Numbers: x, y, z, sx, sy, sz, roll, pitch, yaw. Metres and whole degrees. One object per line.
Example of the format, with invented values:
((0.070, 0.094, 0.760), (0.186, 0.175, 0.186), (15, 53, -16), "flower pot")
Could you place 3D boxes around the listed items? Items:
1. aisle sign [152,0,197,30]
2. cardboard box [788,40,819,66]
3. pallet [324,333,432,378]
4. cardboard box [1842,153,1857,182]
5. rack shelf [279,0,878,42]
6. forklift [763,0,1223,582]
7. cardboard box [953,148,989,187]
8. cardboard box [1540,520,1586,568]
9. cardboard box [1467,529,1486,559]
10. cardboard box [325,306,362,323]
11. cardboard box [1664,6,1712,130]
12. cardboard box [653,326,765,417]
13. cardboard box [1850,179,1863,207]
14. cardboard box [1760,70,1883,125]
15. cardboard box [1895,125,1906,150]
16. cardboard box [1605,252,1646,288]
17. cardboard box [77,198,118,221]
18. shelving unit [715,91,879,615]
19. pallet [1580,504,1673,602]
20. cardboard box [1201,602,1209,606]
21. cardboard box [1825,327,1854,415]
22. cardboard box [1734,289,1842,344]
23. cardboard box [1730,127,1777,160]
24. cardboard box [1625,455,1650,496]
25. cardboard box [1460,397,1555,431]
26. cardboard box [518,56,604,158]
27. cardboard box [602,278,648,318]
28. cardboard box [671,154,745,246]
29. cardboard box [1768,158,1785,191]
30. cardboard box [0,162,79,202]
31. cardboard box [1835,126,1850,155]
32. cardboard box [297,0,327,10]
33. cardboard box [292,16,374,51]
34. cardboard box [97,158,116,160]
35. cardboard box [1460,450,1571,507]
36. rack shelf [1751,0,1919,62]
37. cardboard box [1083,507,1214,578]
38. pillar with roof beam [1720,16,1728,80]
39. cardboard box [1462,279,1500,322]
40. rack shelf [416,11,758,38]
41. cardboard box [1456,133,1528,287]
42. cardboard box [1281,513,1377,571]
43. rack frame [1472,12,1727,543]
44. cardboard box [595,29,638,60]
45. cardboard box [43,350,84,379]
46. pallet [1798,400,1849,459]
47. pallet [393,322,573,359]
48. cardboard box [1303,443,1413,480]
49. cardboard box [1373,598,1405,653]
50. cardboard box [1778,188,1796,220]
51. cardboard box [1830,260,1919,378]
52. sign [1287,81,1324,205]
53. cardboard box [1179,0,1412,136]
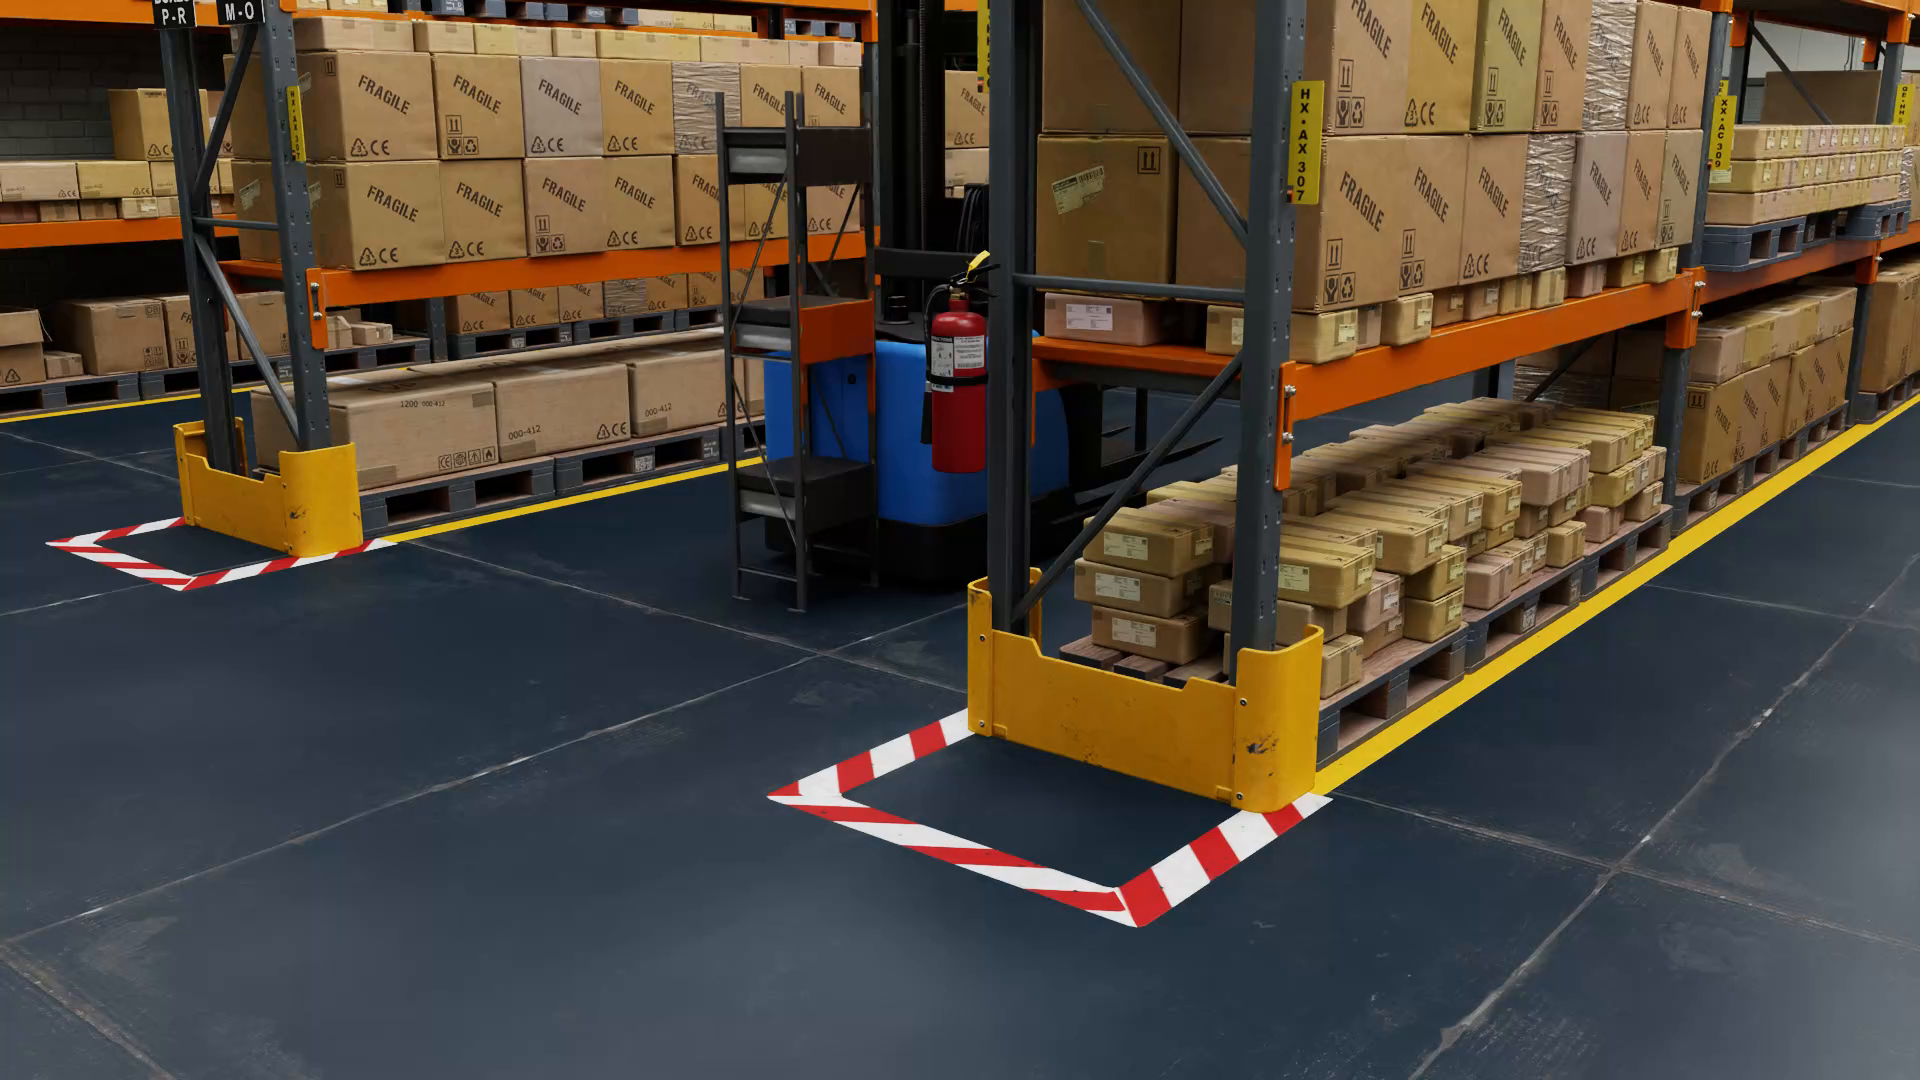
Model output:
((-3.686, -2.785, 7.716), (0.394, 0.787, 0.004), (11, 18, 38), "aisle sign")
((-1.082, -2.963, 10.143), (0.380, 0.149, 0.250), (12, 18, 39), "cardboard box")
((-5.181, -1.542, 13.764), (1.003, 0.211, 1.213), (11, 18, 38), "pallet")
((4.777, -2.090, 9.312), (0.380, 0.149, 0.250), (12, 18, 39), "cardboard box")
((-2.143, -2.979, 9.128), (1.077, 0.370, 4.000), (11, 18, 38), "rack shelf")
((0.362, -1.545, 8.253), (1.130, 2.935, 3.031), (10, 17, 34), "forklift")
((-0.084, -2.572, 11.444), (0.500, 0.250, 0.500), (12, 18, 38), "cardboard box")
((2.396, -0.006, 6.993), (0.380, 0.149, 0.250), (11, 18, 37), "cardboard box")
((1.821, -0.032, 6.489), (0.380, 0.149, 0.250), (12, 19, 40), "cardboard box")
((-5.348, -1.835, 13.863), (0.500, 0.311, 0.500), (12, 19, 39), "cardboard box")
((2.943, -2.056, 7.286), (0.500, 0.500, 0.500), (10, 18, 36), "cardboard box")
((-1.364, -1.115, 10.772), (0.875, 0.438, 0.875), (11, 18, 37), "cardboard box")
((4.943, -1.997, 9.550), (0.380, 0.149, 0.250), (10, 18, 35), "cardboard box")
((5.832, -2.894, 11.190), (0.700, 0.500, 0.500), (11, 18, 37), "cardboard box")
((5.591, -2.482, 10.250), (0.380, 0.149, 0.250), (10, 18, 35), "cardboard box")
((2.739, -1.190, 7.225), (0.380, 0.149, 0.250), (12, 19, 40), "cardboard box")
((-6.212, -2.360, 11.830), (0.380, 0.149, 0.250), (12, 18, 38), "cardboard box")
((-0.665, -0.786, 6.953), (0.431, 2.100, 0.503), (10, 17, 34), "shelving unit")
((2.633, -0.025, 7.793), (1.003, 0.211, 1.213), (11, 18, 38), "pallet")
((0.766, 0.236, 6.041), (0.380, 0.149, 0.250), (12, 19, 39), "cardboard box")
((5.332, -1.102, 10.594), (0.500, 0.500, 0.500), (11, 18, 37), "cardboard box")
((5.007, -1.362, 10.094), (0.500, 0.250, 0.500), (12, 18, 38), "cardboard box")
((3.633, -1.885, 7.900), (0.380, 0.149, 0.250), (12, 19, 40), "cardboard box")
((2.917, -0.313, 7.597), (0.380, 0.149, 0.250), (10, 17, 35), "cardboard box")
((2.650, -0.587, 8.070), (0.380, 0.149, 0.250), (12, 19, 40), "cardboard box")
((-2.240, -2.272, 8.741), (0.500, 0.500, 0.500), (11, 18, 37), "cardboard box")
((-3.295, -2.371, 15.589), (0.500, 0.500, 0.500), (10, 18, 36), "cardboard box")
((-1.602, -1.979, 9.620), (0.500, 0.500, 0.500), (11, 18, 37), "cardboard box")
((3.795, -1.791, 8.133), (0.380, 0.149, 0.250), (11, 18, 36), "cardboard box")
((-6.451, -2.472, 11.462), (0.500, 0.250, 0.500), (12, 18, 38), "cardboard box")
((4.612, -2.185, 9.081), (0.380, 0.149, 0.250), (12, 19, 39), "cardboard box")
((-5.077, -4.146, 12.768), (0.380, 0.149, 0.250), (12, 19, 39), "cardboard box")
((-2.961, -2.364, 7.785), (0.380, 0.149, 0.250), (12, 18, 39), "cardboard box")
((-6.211, -2.752, 12.565), (0.500, 0.250, 0.500), (11, 18, 37), "cardboard box")
((2.244, -0.251, 6.749), (0.380, 0.149, 0.250), (10, 18, 36), "cardboard box")
((6.799, -3.765, 12.220), (1.077, 0.370, 4.000), (11, 18, 38), "rack shelf")
((0.650, 0.005, 5.741), (0.380, 0.149, 0.250), (12, 18, 38), "cardboard box")
((23.858, -13.316, 42.263), (9.100, 9.000, 0.400), (11, 18, 38), "pillar with roof beam")
((1.734, -0.894, 6.062), (0.380, 0.149, 0.250), (11, 18, 36), "cardboard box")
((-3.492, -4.513, 15.164), (1.077, 0.370, 4.000), (11, 18, 38), "rack shelf")
((1.645, -1.179, 5.864), (0.500, 0.500, 0.500), (12, 18, 38), "cardboard box")
((1.187, 0.026, 5.657), (0.380, 0.149, 0.250), (12, 18, 39), "cardboard box")
((3.028, -1.511, 7.977), (1.000, 3.000, 0.127), (11, 18, 38), "rack frame")
((-1.954, -2.654, 8.928), (0.380, 0.149, 0.250), (11, 18, 36), "cardboard box")
((-6.507, -1.258, 11.921), (0.380, 0.149, 0.250), (10, 18, 35), "cardboard box")
((5.050, -0.776, 10.748), (1.003, 0.211, 1.213), (11, 18, 38), "pallet")
((-4.267, -1.835, 14.917), (1.003, 0.211, 1.213), (11, 18, 38), "pallet")
((1.648, -0.292, 6.907), (0.380, 0.149, 0.250), (11, 18, 38), "cardboard box")
((1.344, 0.271, 5.900), (0.380, 0.149, 0.250), (12, 18, 38), "cardboard box")
((3.963, -1.698, 8.372), (0.380, 0.149, 0.250), (11, 18, 38), "cardboard box")
((6.542, -1.661, 12.284), (1.050, 0.750, 0.750), (12, 18, 38), "cardboard box")
((0.936, -1.080, 4.525), (0.100, 0.325, 0.005), (11, 18, 38), "sign")
((1.003, -1.467, 4.967), (0.500, 0.500, 0.500), (11, 18, 37), "cardboard box")
